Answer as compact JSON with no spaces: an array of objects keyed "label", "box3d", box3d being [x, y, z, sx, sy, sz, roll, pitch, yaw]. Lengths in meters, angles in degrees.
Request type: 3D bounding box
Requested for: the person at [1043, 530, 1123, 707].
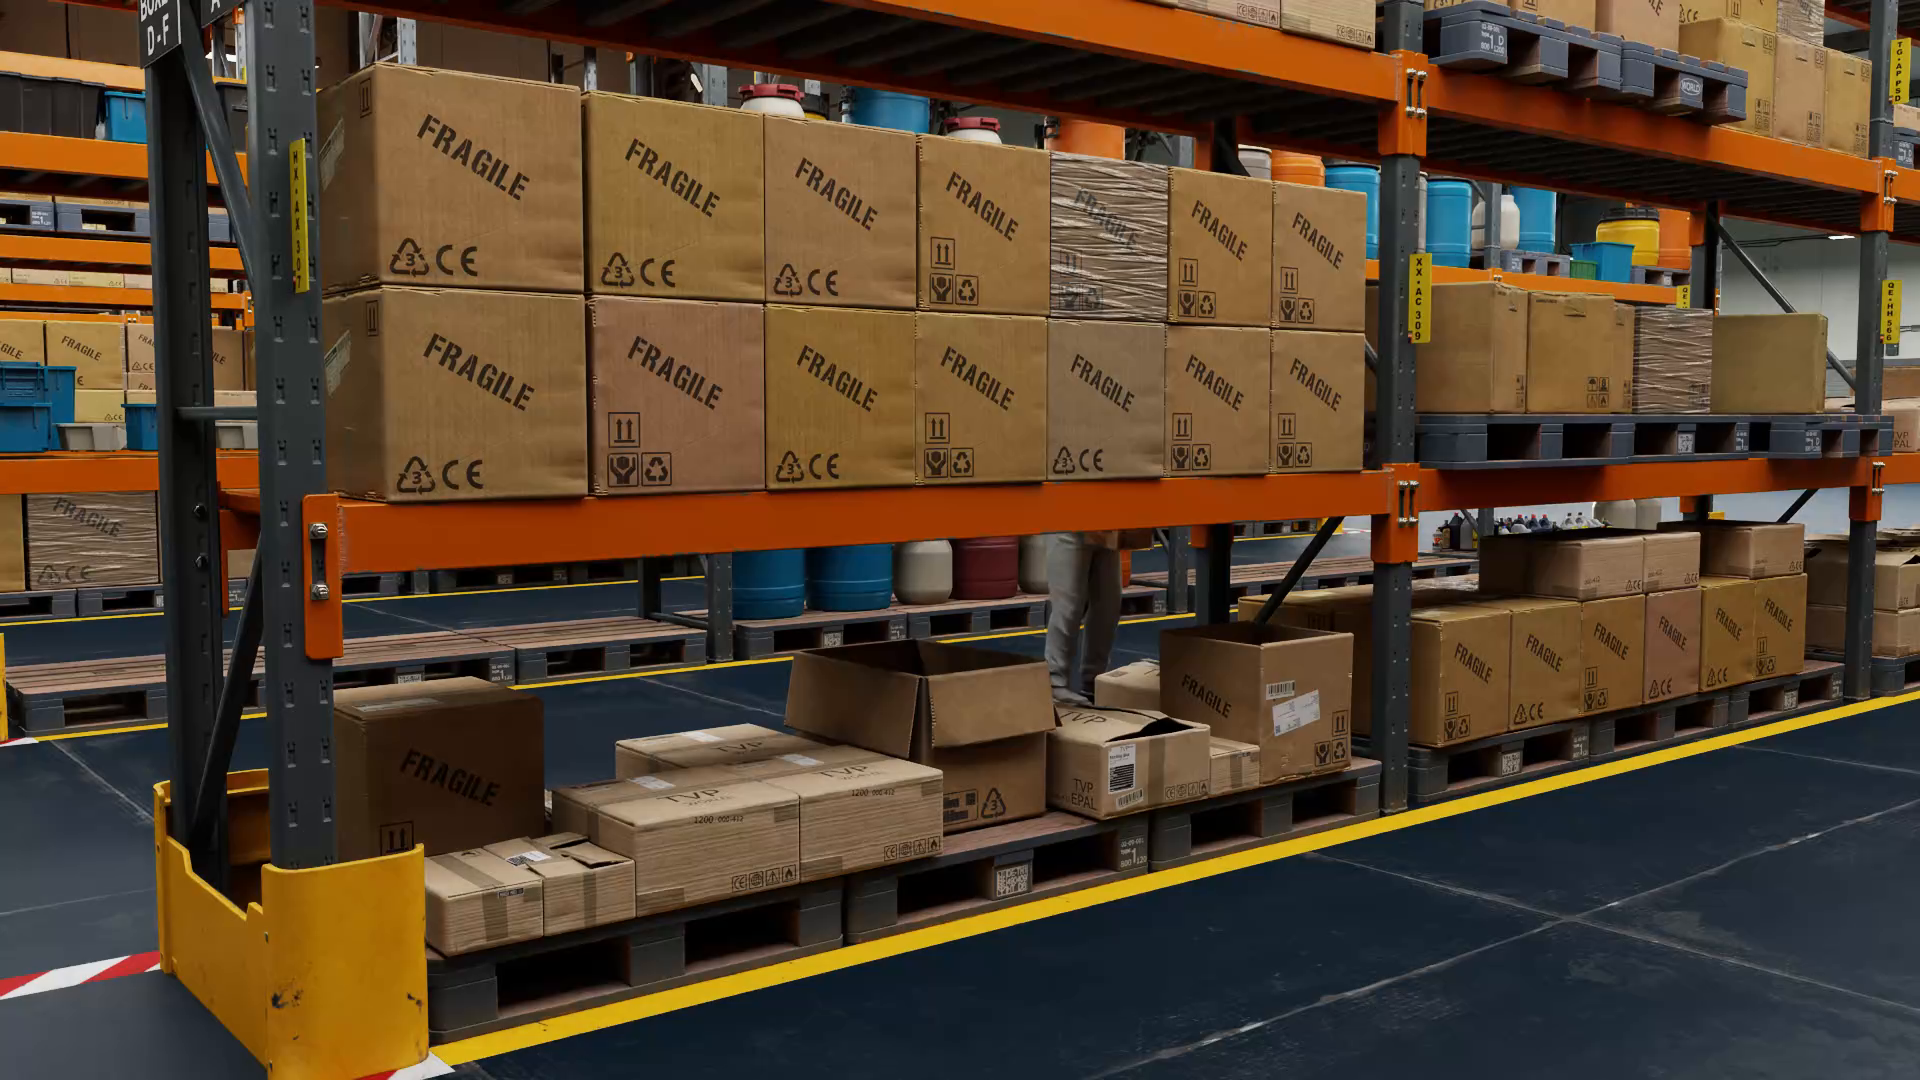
[{"label":"person","box3d":[0.696,-0.029,8.678,0.521,1.770,0.545,-3,5,-39]}]
